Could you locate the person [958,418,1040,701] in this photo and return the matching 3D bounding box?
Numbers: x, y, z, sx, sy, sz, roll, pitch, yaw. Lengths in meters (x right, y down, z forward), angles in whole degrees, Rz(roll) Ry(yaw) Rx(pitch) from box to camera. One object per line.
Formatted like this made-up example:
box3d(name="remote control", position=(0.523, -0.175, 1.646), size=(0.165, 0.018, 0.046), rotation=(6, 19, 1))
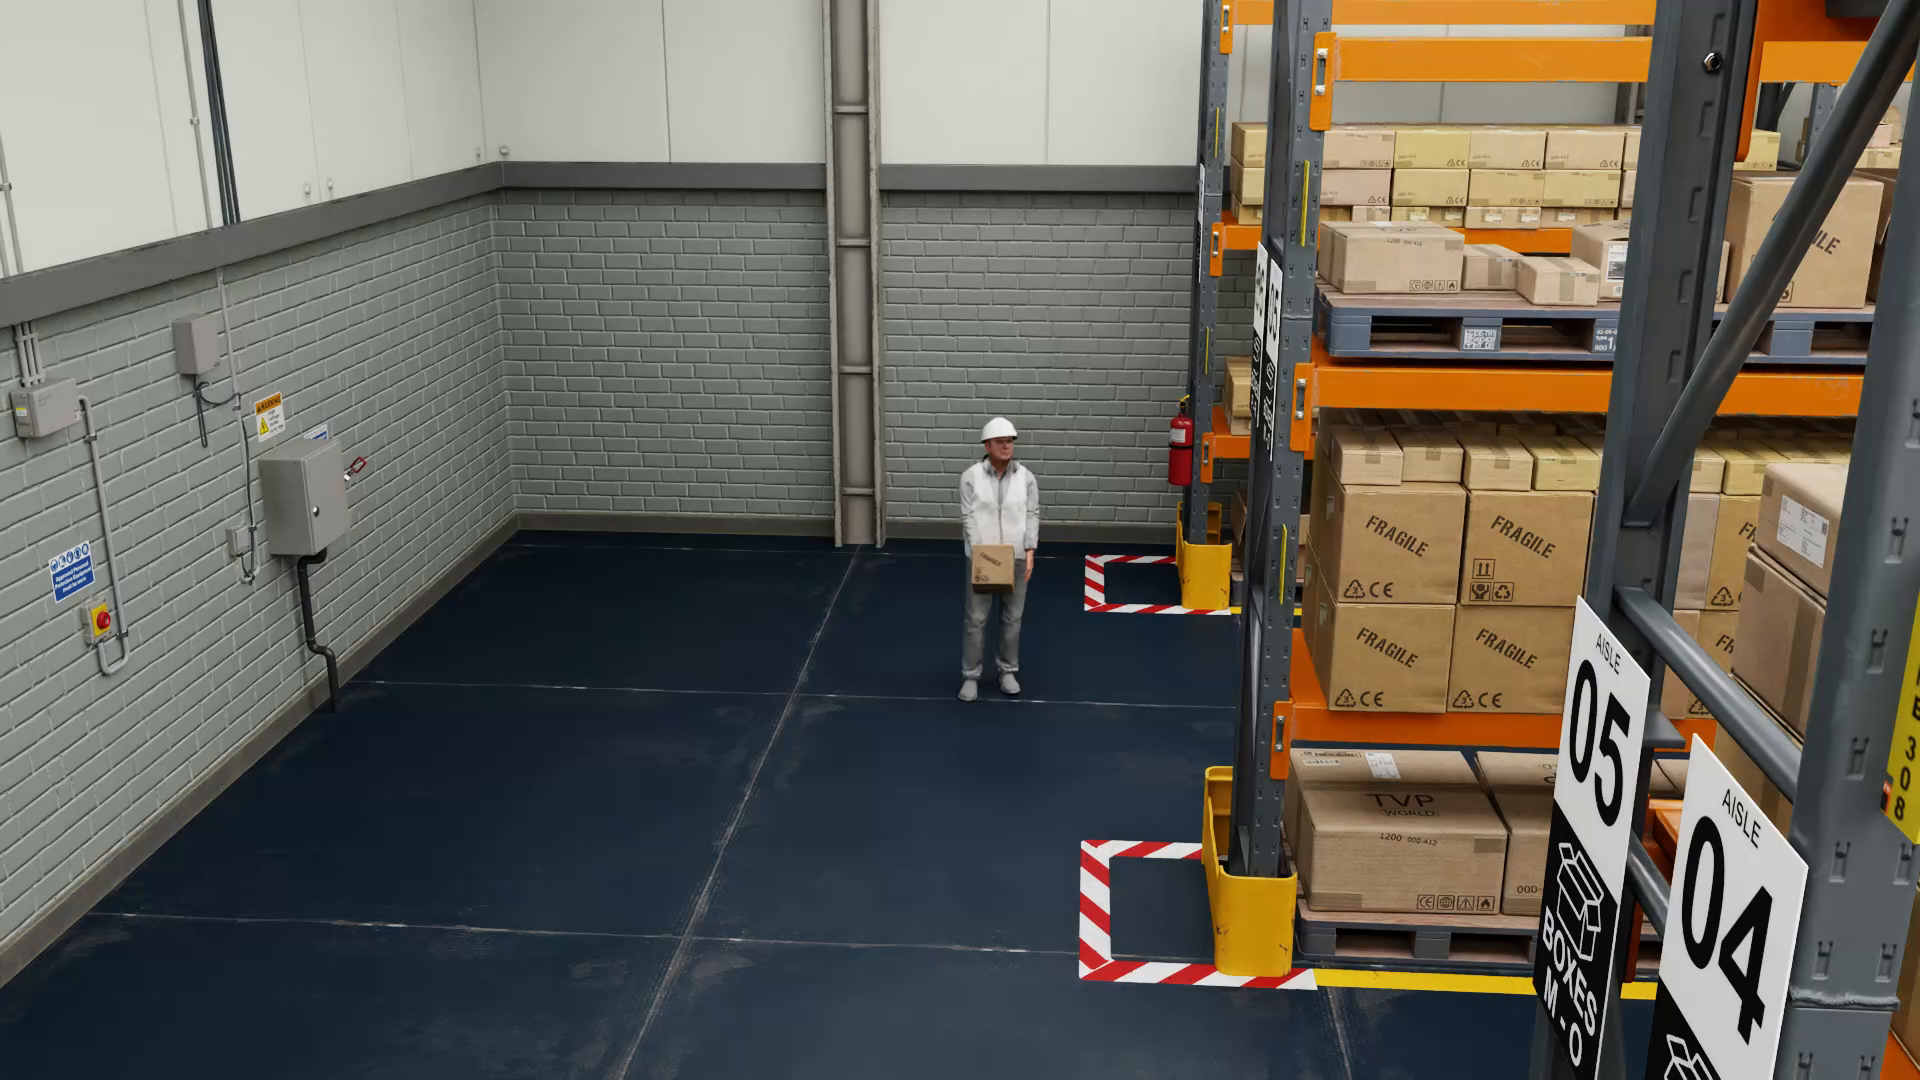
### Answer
box3d(name="person", position=(0.237, 0.122, 10.606), size=(0.561, 1.777, 0.522), rotation=(-3, 18, -10))
